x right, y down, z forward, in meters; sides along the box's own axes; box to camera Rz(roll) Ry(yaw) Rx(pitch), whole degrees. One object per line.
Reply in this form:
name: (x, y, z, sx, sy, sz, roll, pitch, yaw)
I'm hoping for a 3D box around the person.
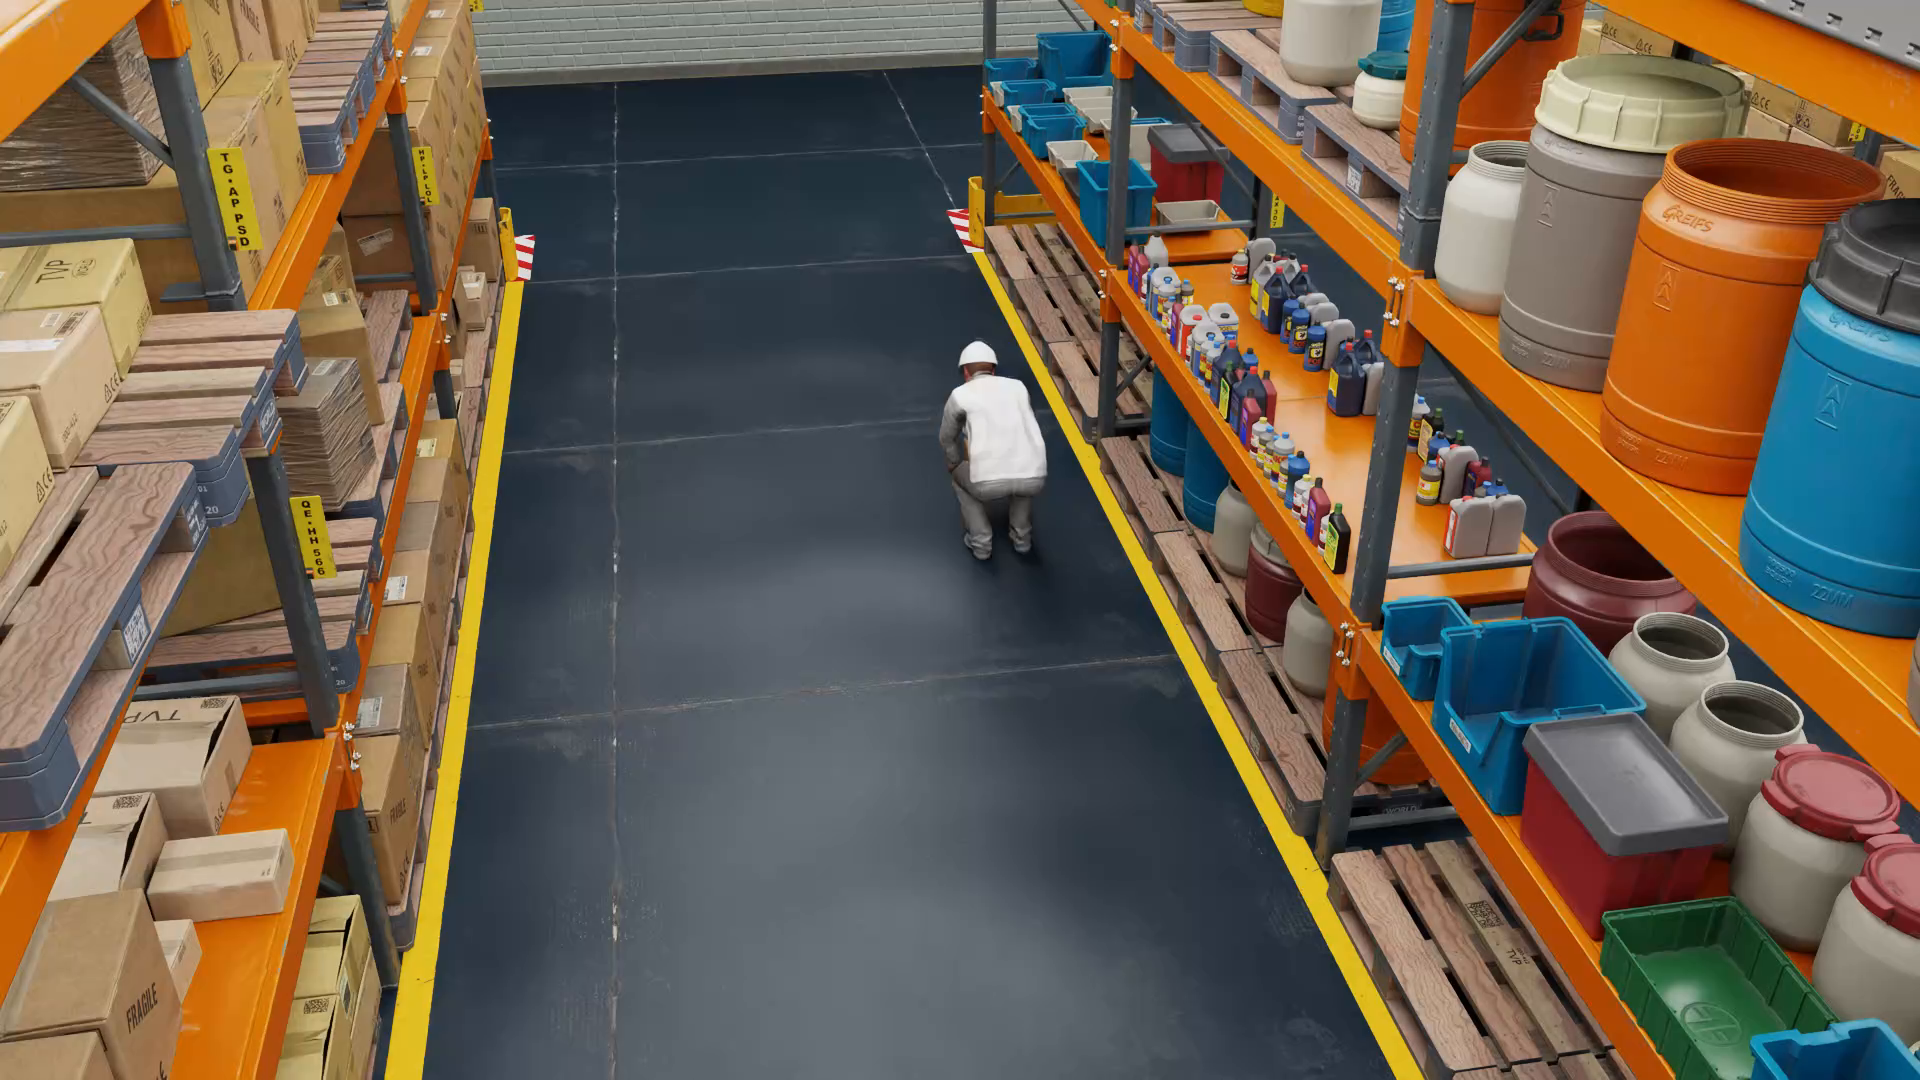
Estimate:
person: (0.181, -0.493, 9.591, 0.556, 1.126, 0.865, -5, 31, -9)
